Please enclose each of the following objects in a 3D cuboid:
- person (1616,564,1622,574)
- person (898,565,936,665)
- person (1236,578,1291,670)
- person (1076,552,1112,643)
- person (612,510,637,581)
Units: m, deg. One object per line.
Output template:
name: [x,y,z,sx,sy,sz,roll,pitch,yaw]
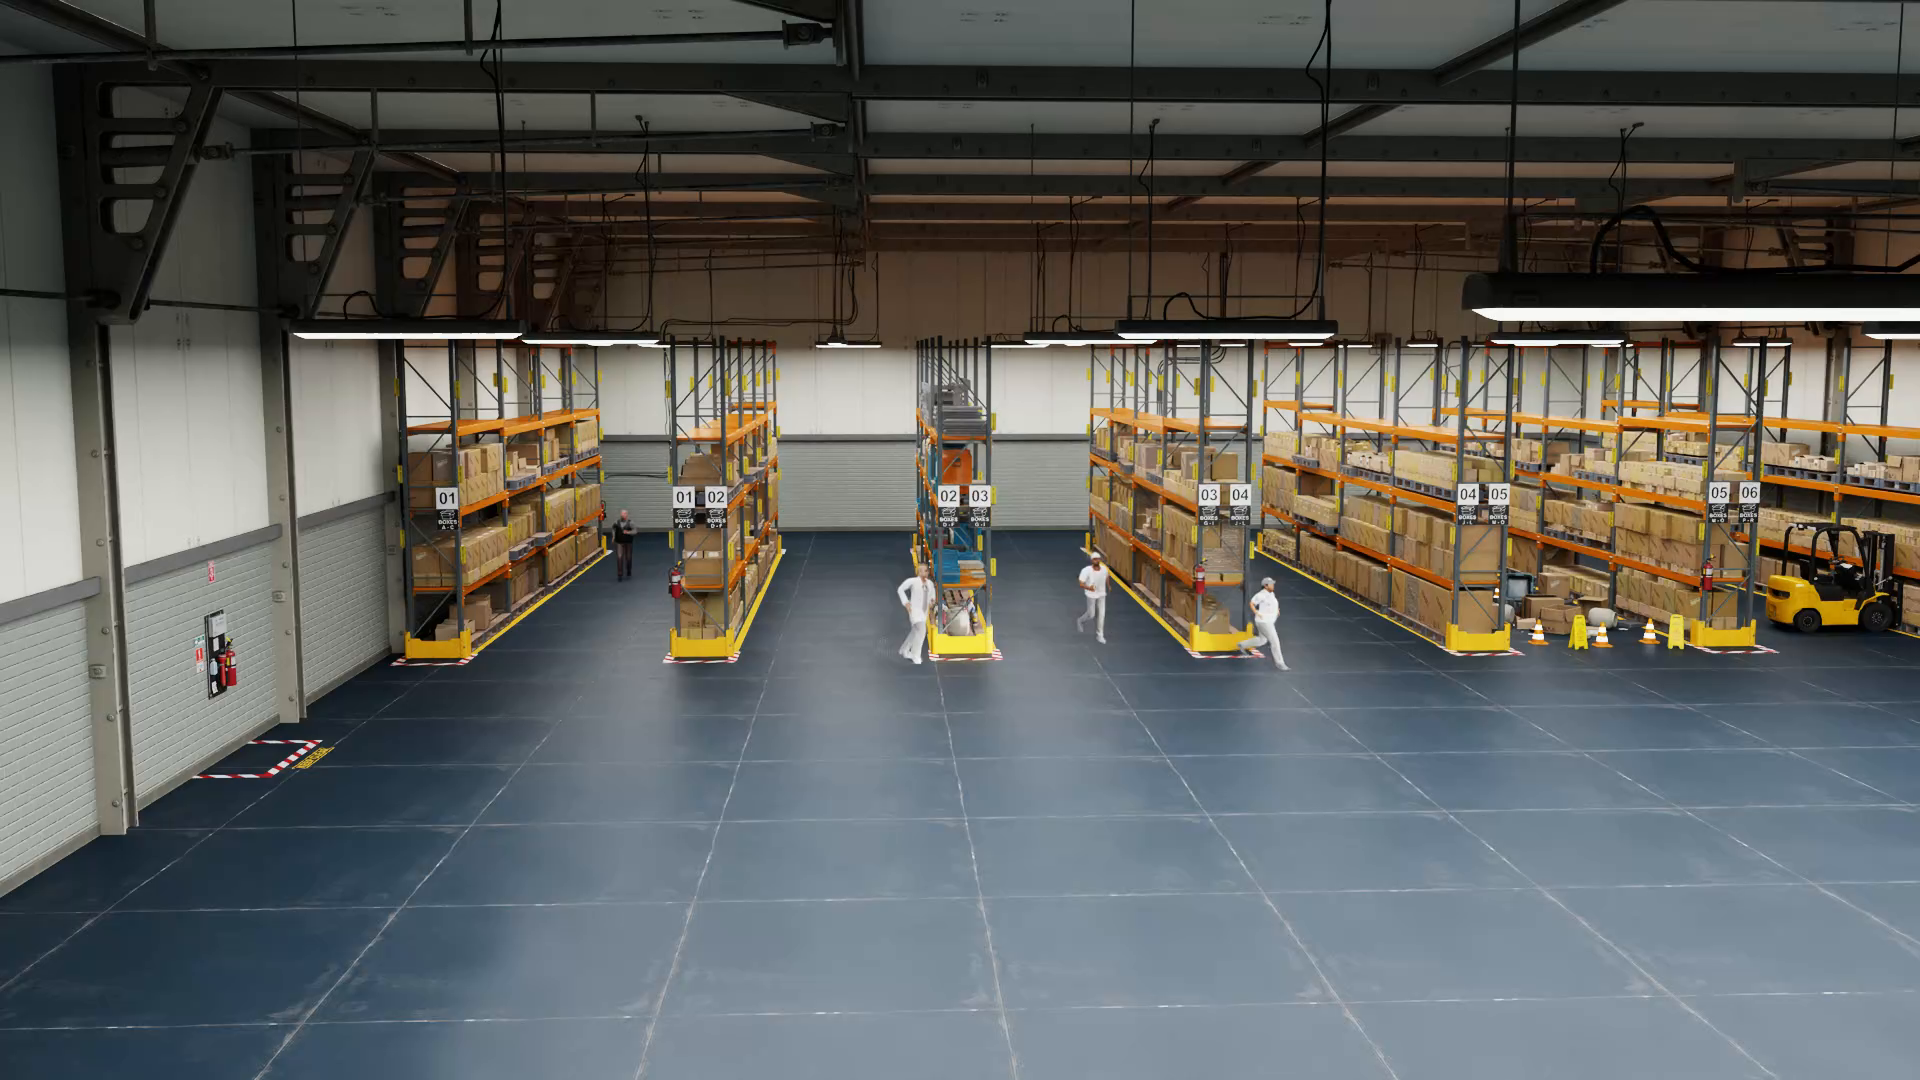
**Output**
person: [16.912,0.022,42.647,0.644,1.727,0.553,-1,7,-8]
person: [-0.754,1.371,30.812,0.762,1.820,0.678,6,9,40]
person: [5.511,1.509,30.159,1.069,1.685,0.578,3,7,26]
person: [2.670,1.113,32.984,0.710,1.766,0.934,-2,7,-19]
person: [-8.417,0.108,41.686,0.645,1.732,0.895,-1,7,-7]
